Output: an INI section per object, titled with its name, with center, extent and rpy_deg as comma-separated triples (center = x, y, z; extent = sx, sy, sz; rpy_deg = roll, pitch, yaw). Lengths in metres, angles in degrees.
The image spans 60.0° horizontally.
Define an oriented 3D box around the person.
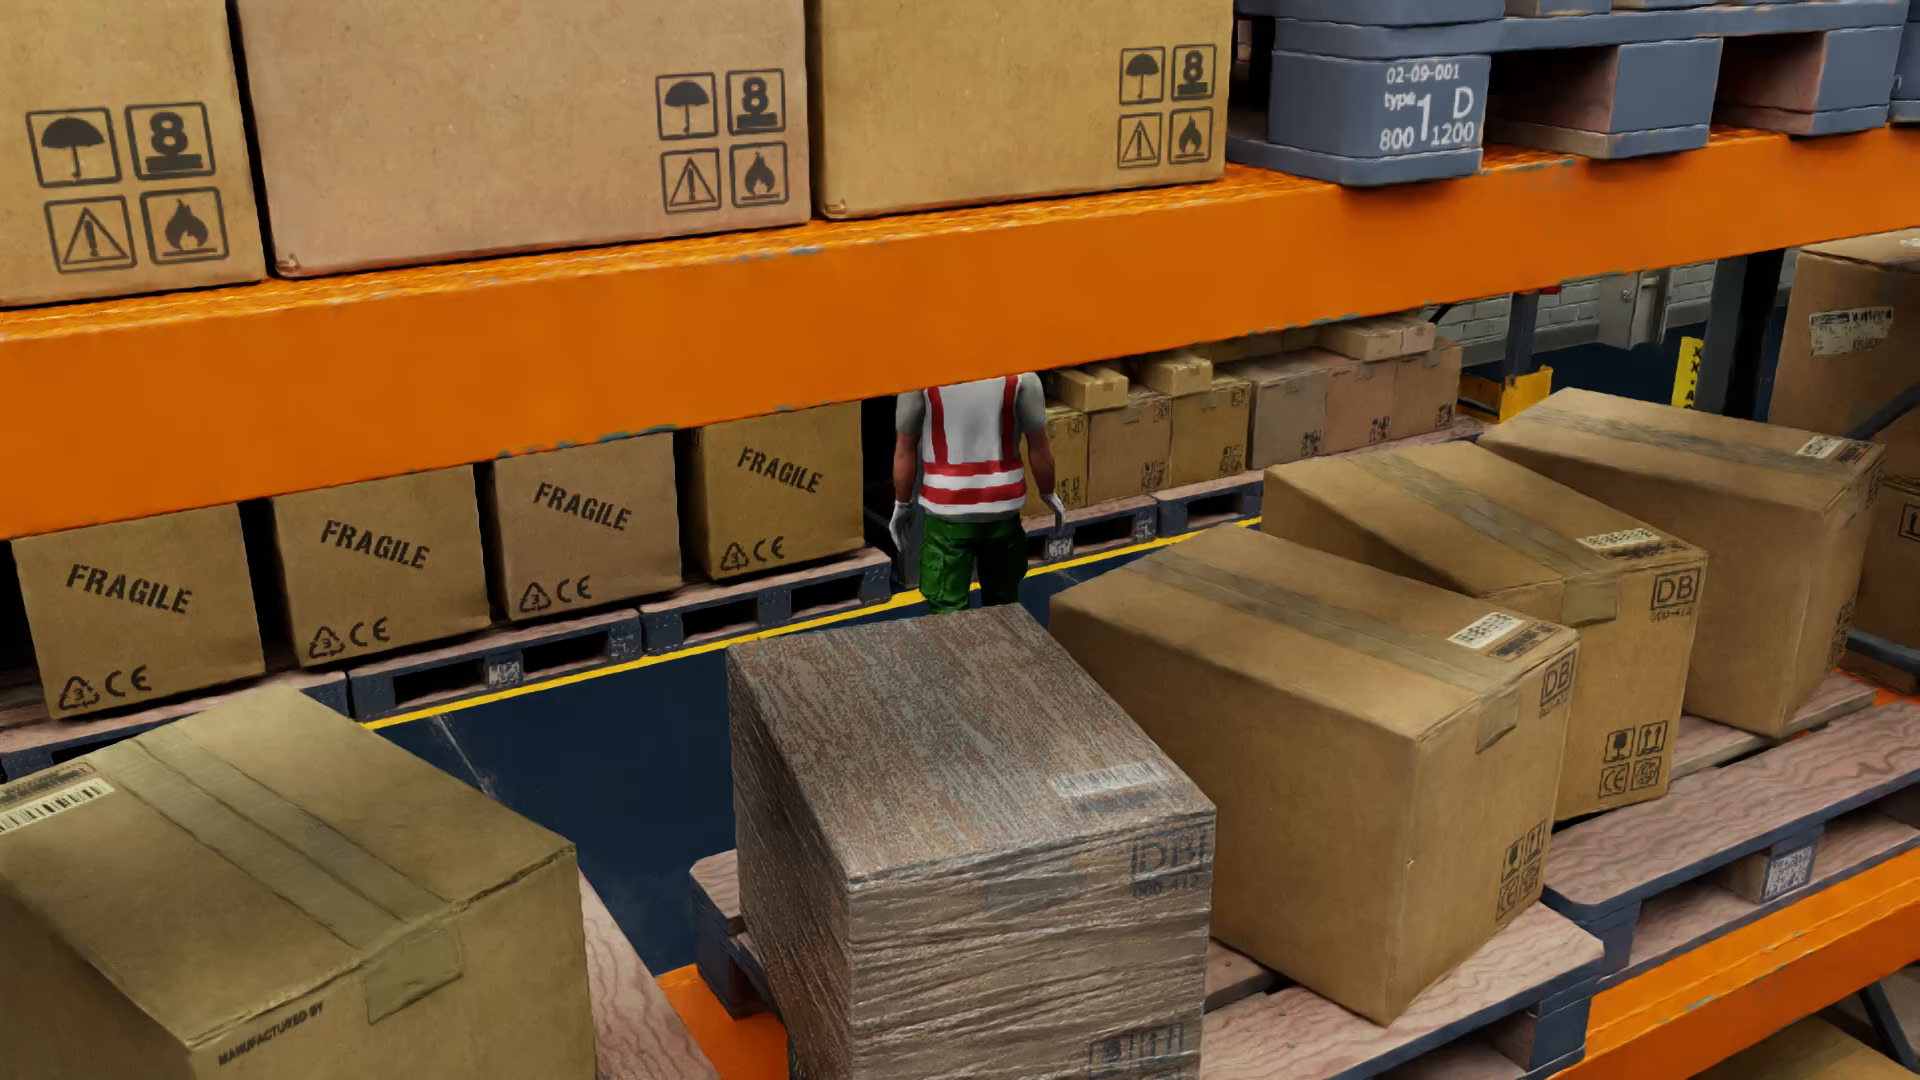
[person]
center = 0.065, -0.138, 6.338
extent = 0.682, 1.787, 0.586
rpy_deg = -5, 22, -12
